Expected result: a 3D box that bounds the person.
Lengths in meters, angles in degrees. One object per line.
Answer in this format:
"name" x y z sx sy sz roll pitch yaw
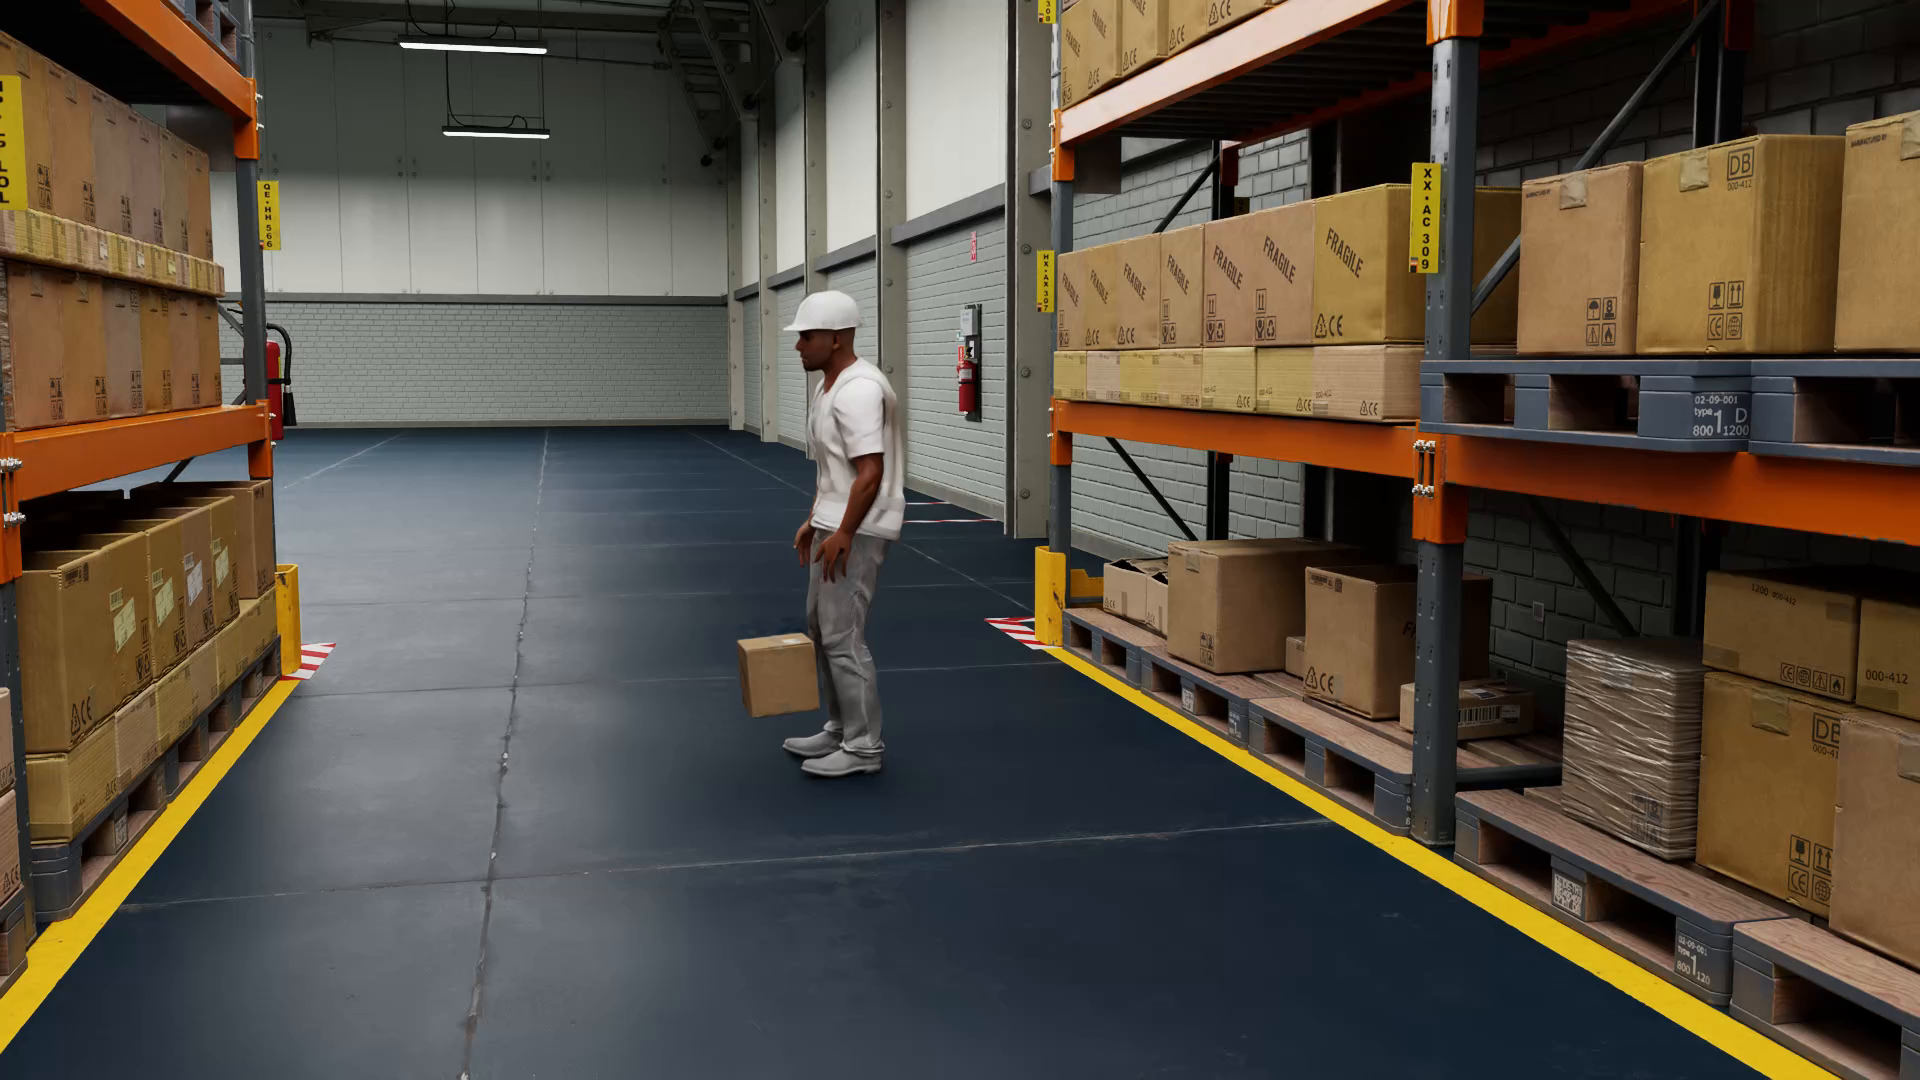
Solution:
"person" -0.435 -0.029 6.134 0.435 1.763 0.597 -2 6 -15
